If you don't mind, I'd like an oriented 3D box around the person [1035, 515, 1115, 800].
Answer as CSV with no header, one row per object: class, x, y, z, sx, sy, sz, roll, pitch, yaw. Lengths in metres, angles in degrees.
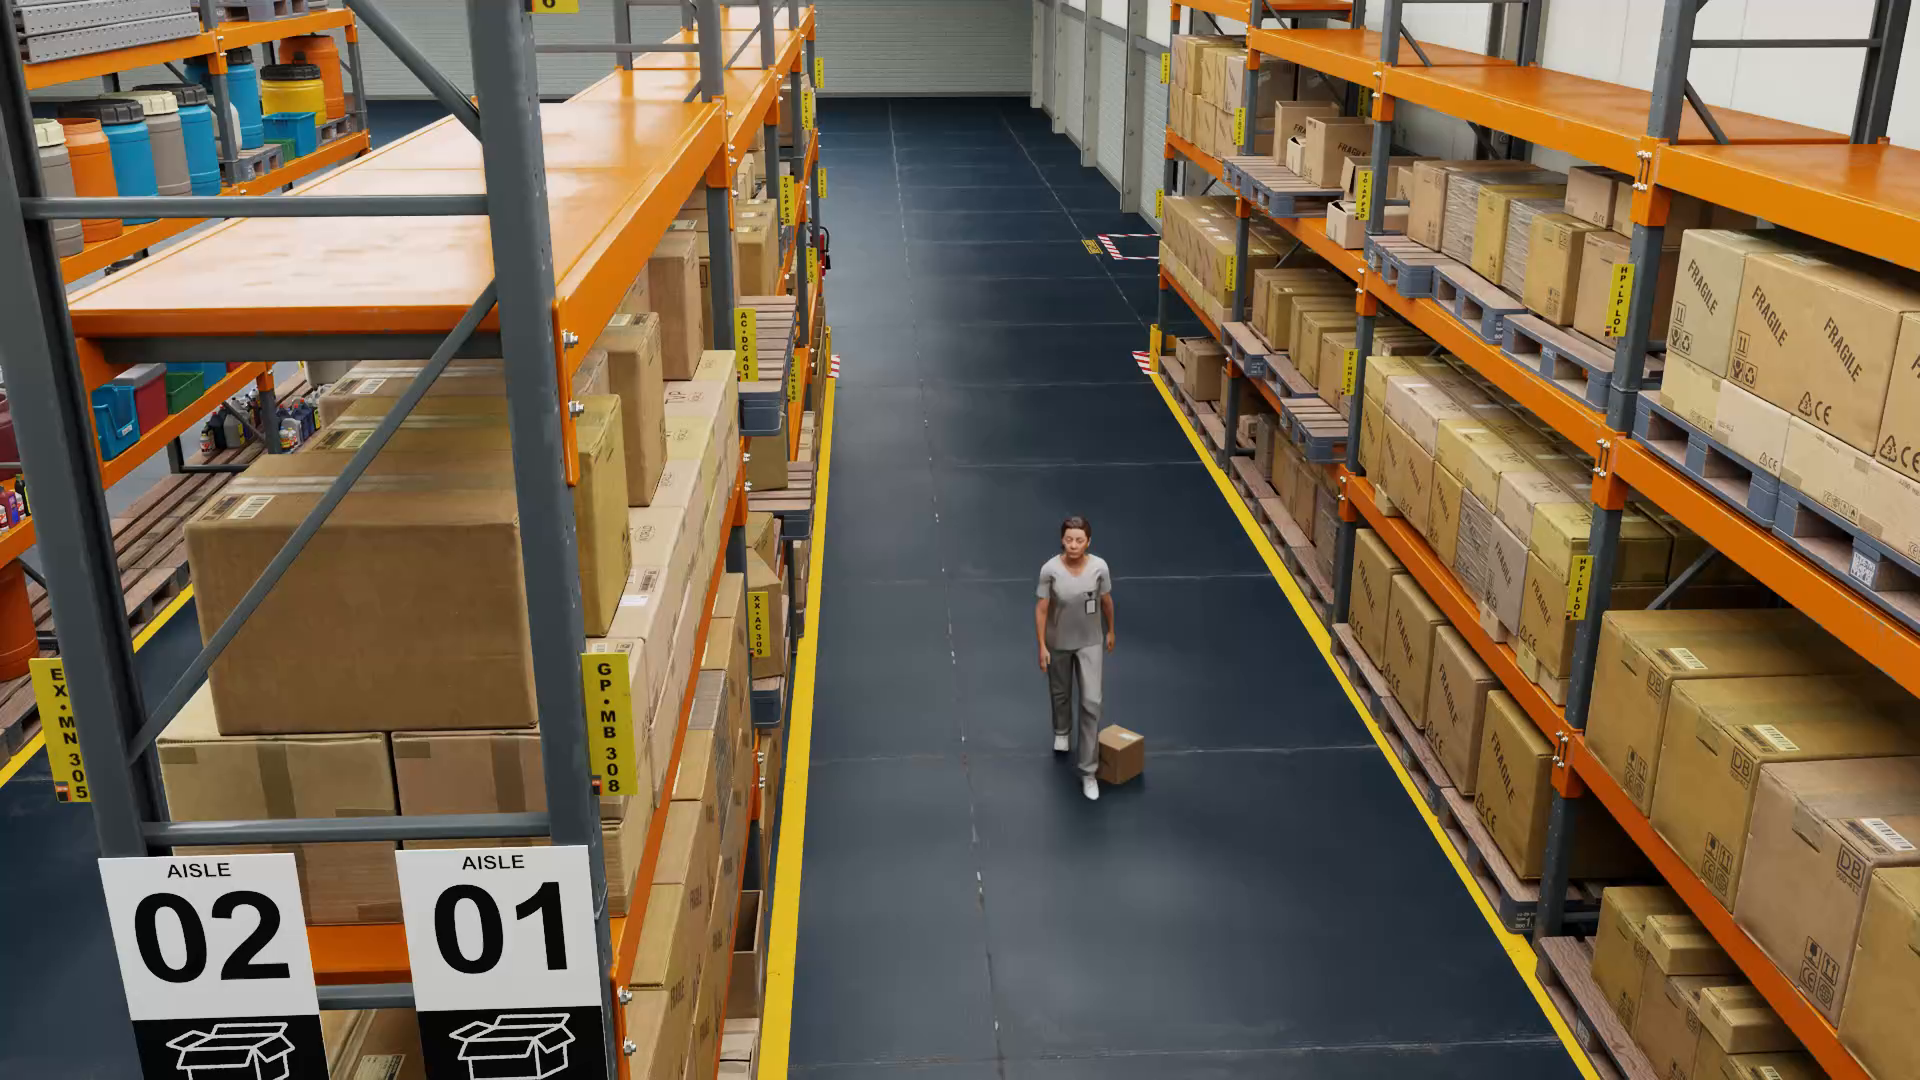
person,0.705,0.664,10.173,0.497,1.702,0.804,1,21,3
